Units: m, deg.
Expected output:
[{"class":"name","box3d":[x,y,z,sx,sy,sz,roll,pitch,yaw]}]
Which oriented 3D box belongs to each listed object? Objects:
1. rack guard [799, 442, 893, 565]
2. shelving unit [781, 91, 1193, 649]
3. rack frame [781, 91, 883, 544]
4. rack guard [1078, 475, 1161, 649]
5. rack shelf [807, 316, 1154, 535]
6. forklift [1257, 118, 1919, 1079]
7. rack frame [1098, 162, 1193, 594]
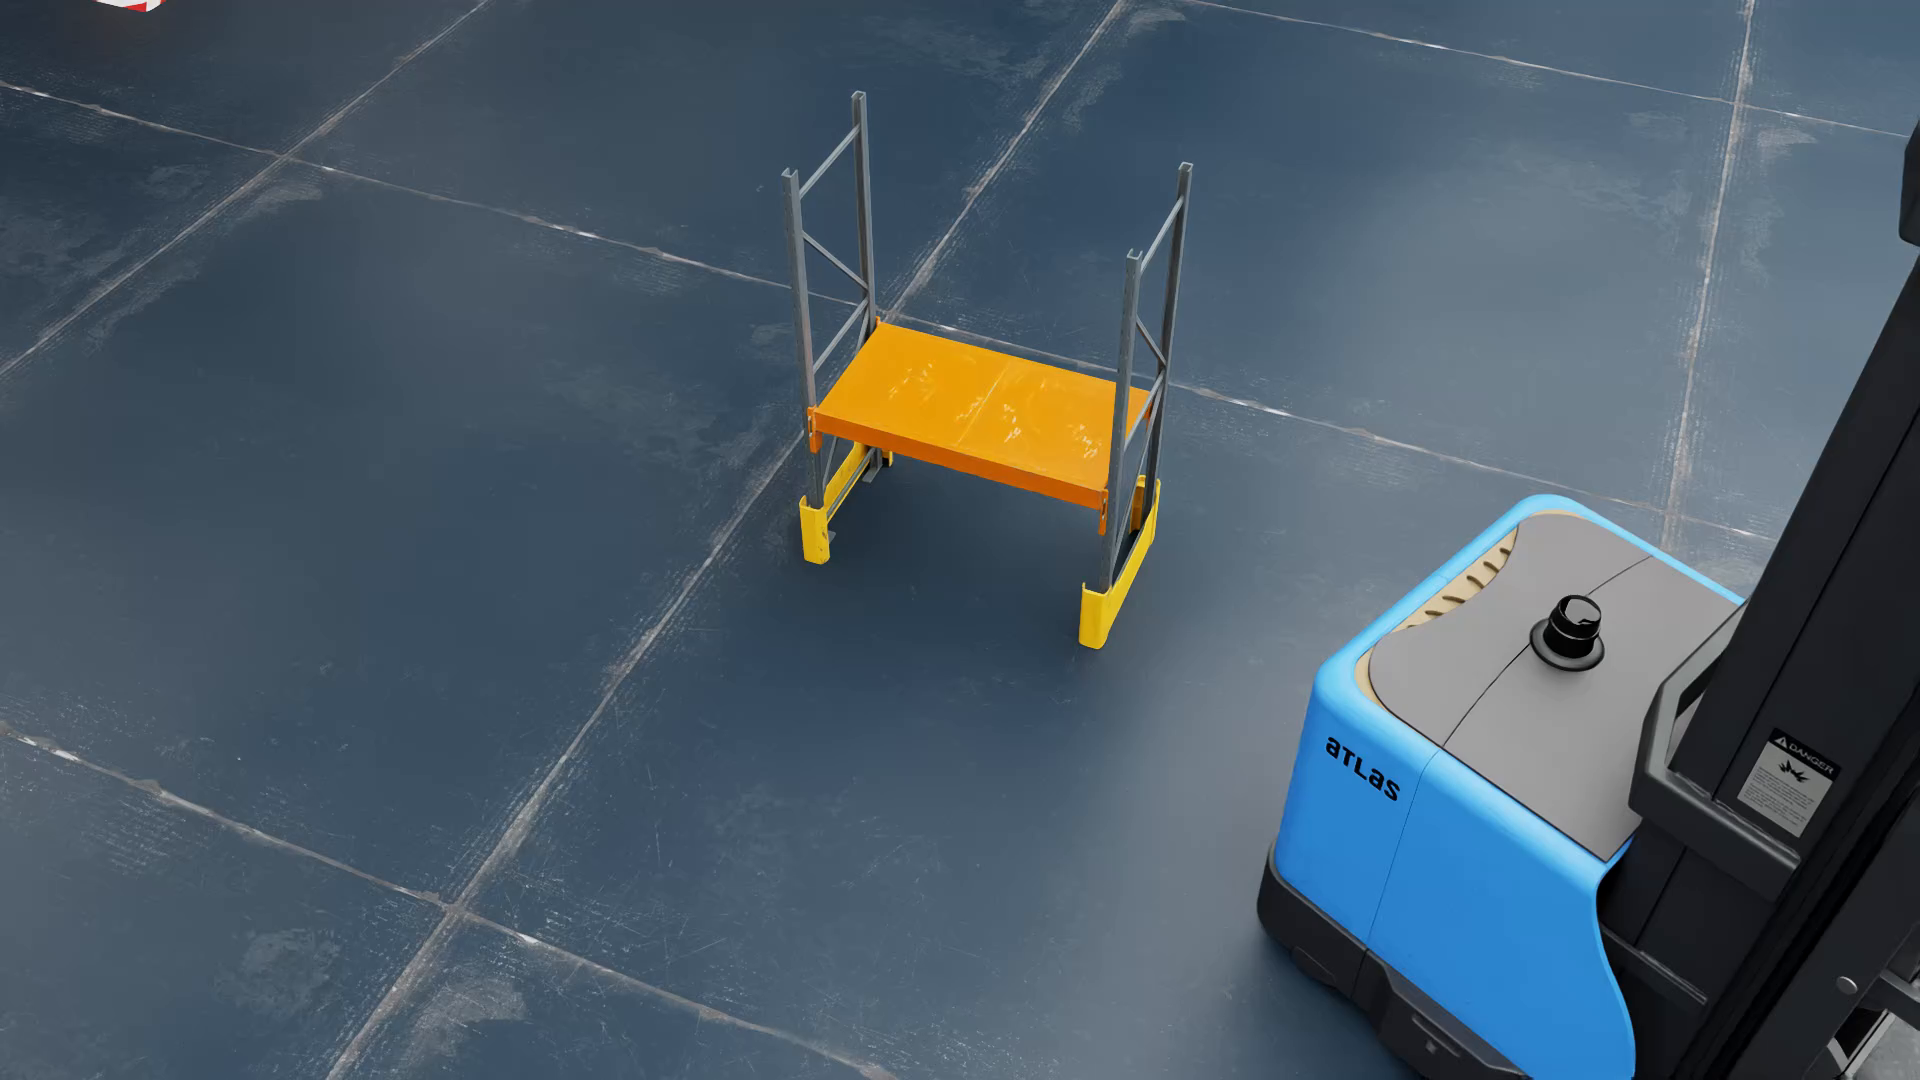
[{"class":"rack guard","box3d":[-0.389,-0.203,5.777,0.087,0.250,0.587,16,47,16]},{"class":"shelving unit","box3d":[0.070,-0.511,5.200,1.083,1.500,0.587,16,47,16]},{"class":"rack frame","box3d":[-0.390,-0.647,5.336,0.032,1.500,0.500,16,47,16]},{"class":"rack guard","box3d":[0.530,0.067,5.505,0.087,0.250,0.587,16,47,16]},{"class":"rack shelf","box3d":[0.079,-0.381,5.325,1.000,0.185,0.538,16,47,16]},{"class":"forklift","box3d":[2.194,0.569,3.100,1.130,2.935,3.031,-33,54,-29]},{"class":"rack frame","box3d":[0.548,-0.370,5.059,0.032,1.500,0.500,16,47,16]}]
